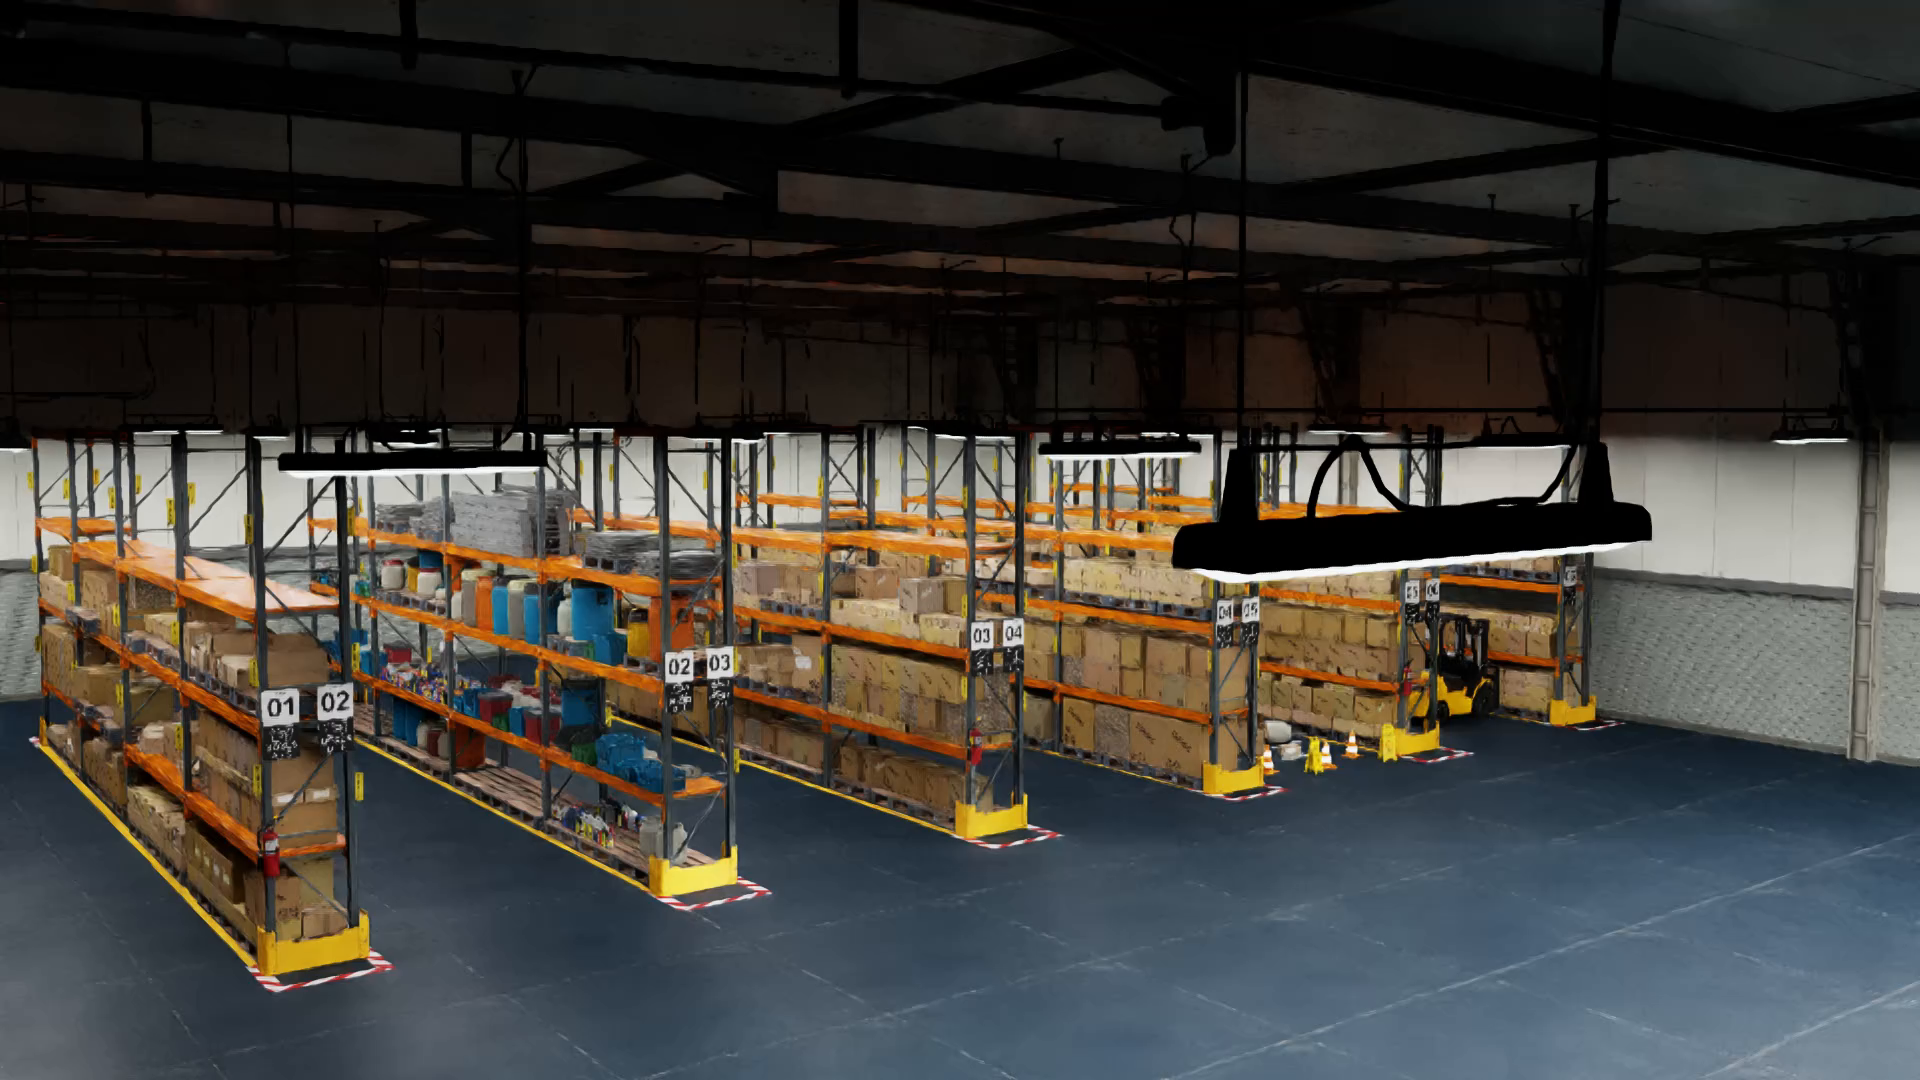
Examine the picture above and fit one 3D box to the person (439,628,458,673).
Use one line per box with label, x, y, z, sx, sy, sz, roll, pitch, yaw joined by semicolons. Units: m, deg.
person;-11.531;2.491;37.554;0.562;1.765;0.737;0;4;0
